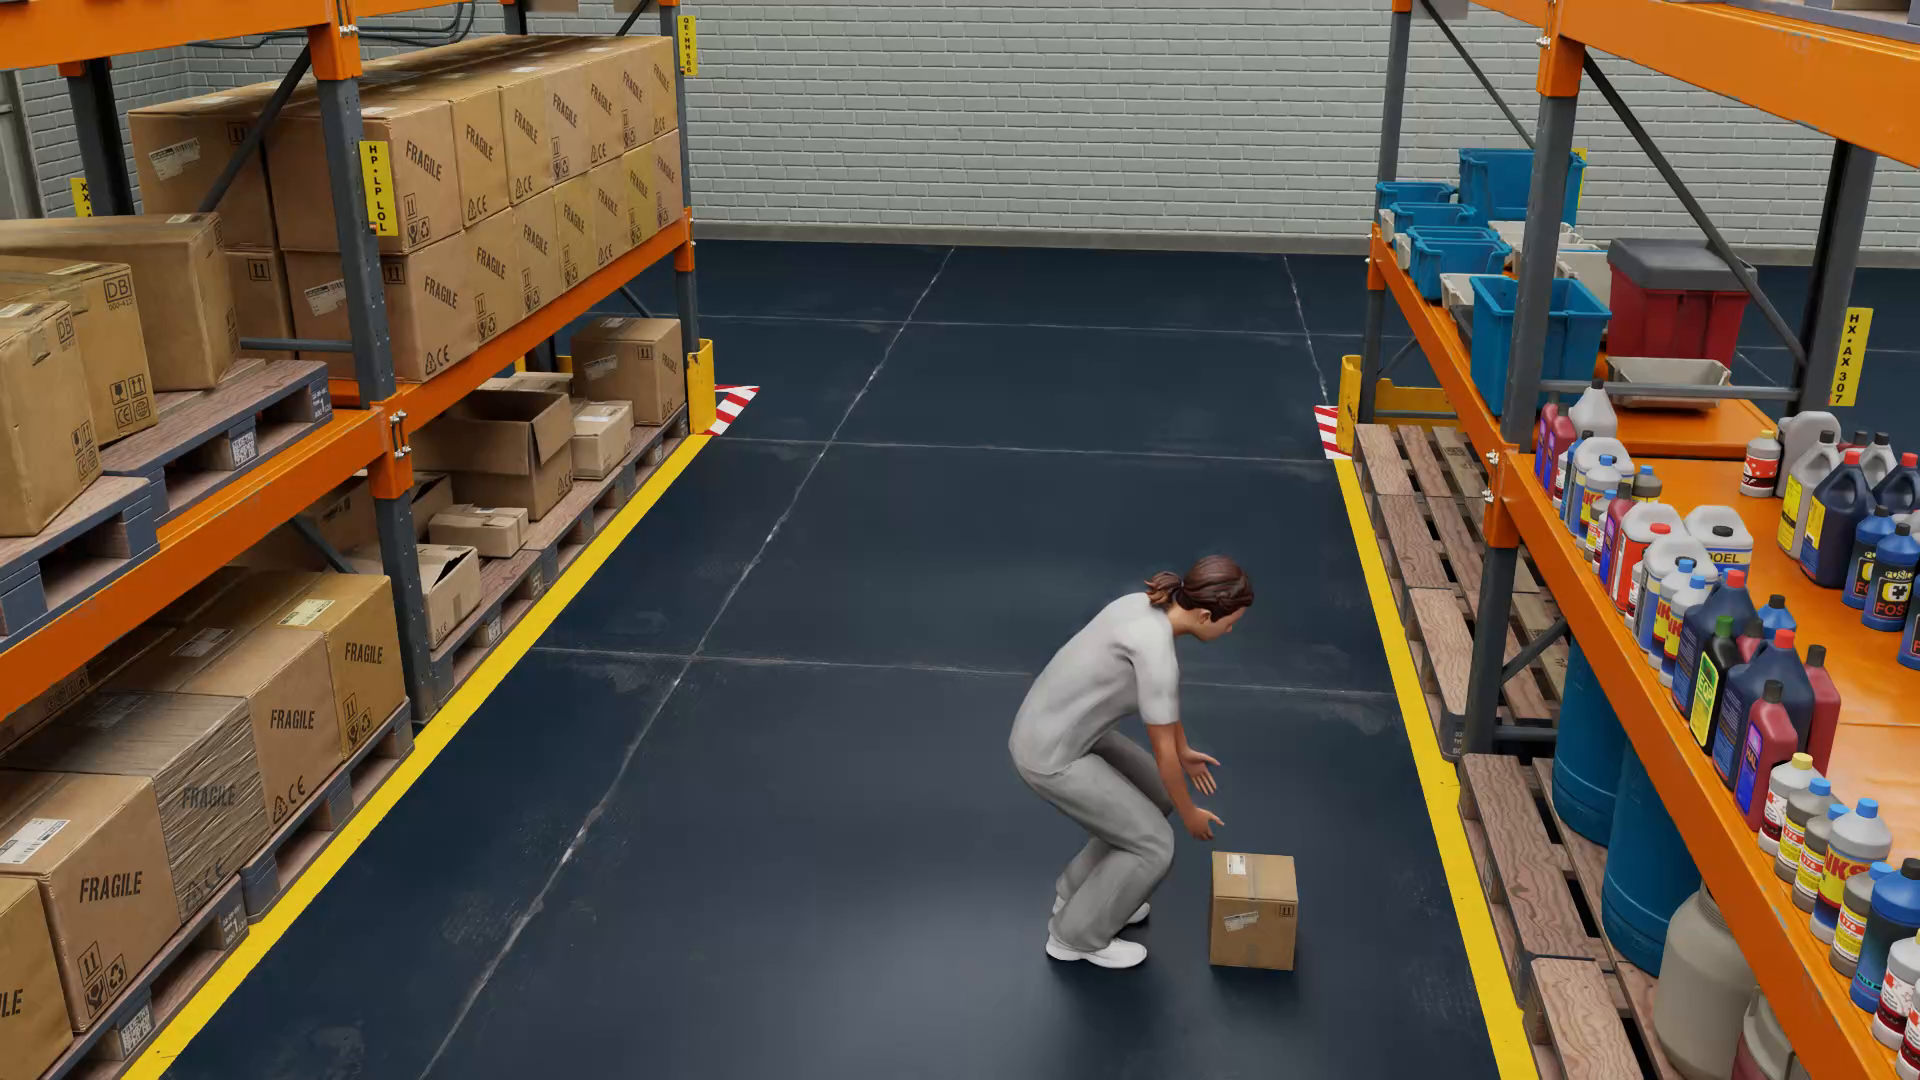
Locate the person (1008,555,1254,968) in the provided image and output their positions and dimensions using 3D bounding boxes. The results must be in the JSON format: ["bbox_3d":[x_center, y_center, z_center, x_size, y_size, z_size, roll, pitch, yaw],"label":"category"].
[{"bbox_3d":[0.500,0.637,5.006,0.697,1.275,0.495,3,21,6],"label":"person"}]
